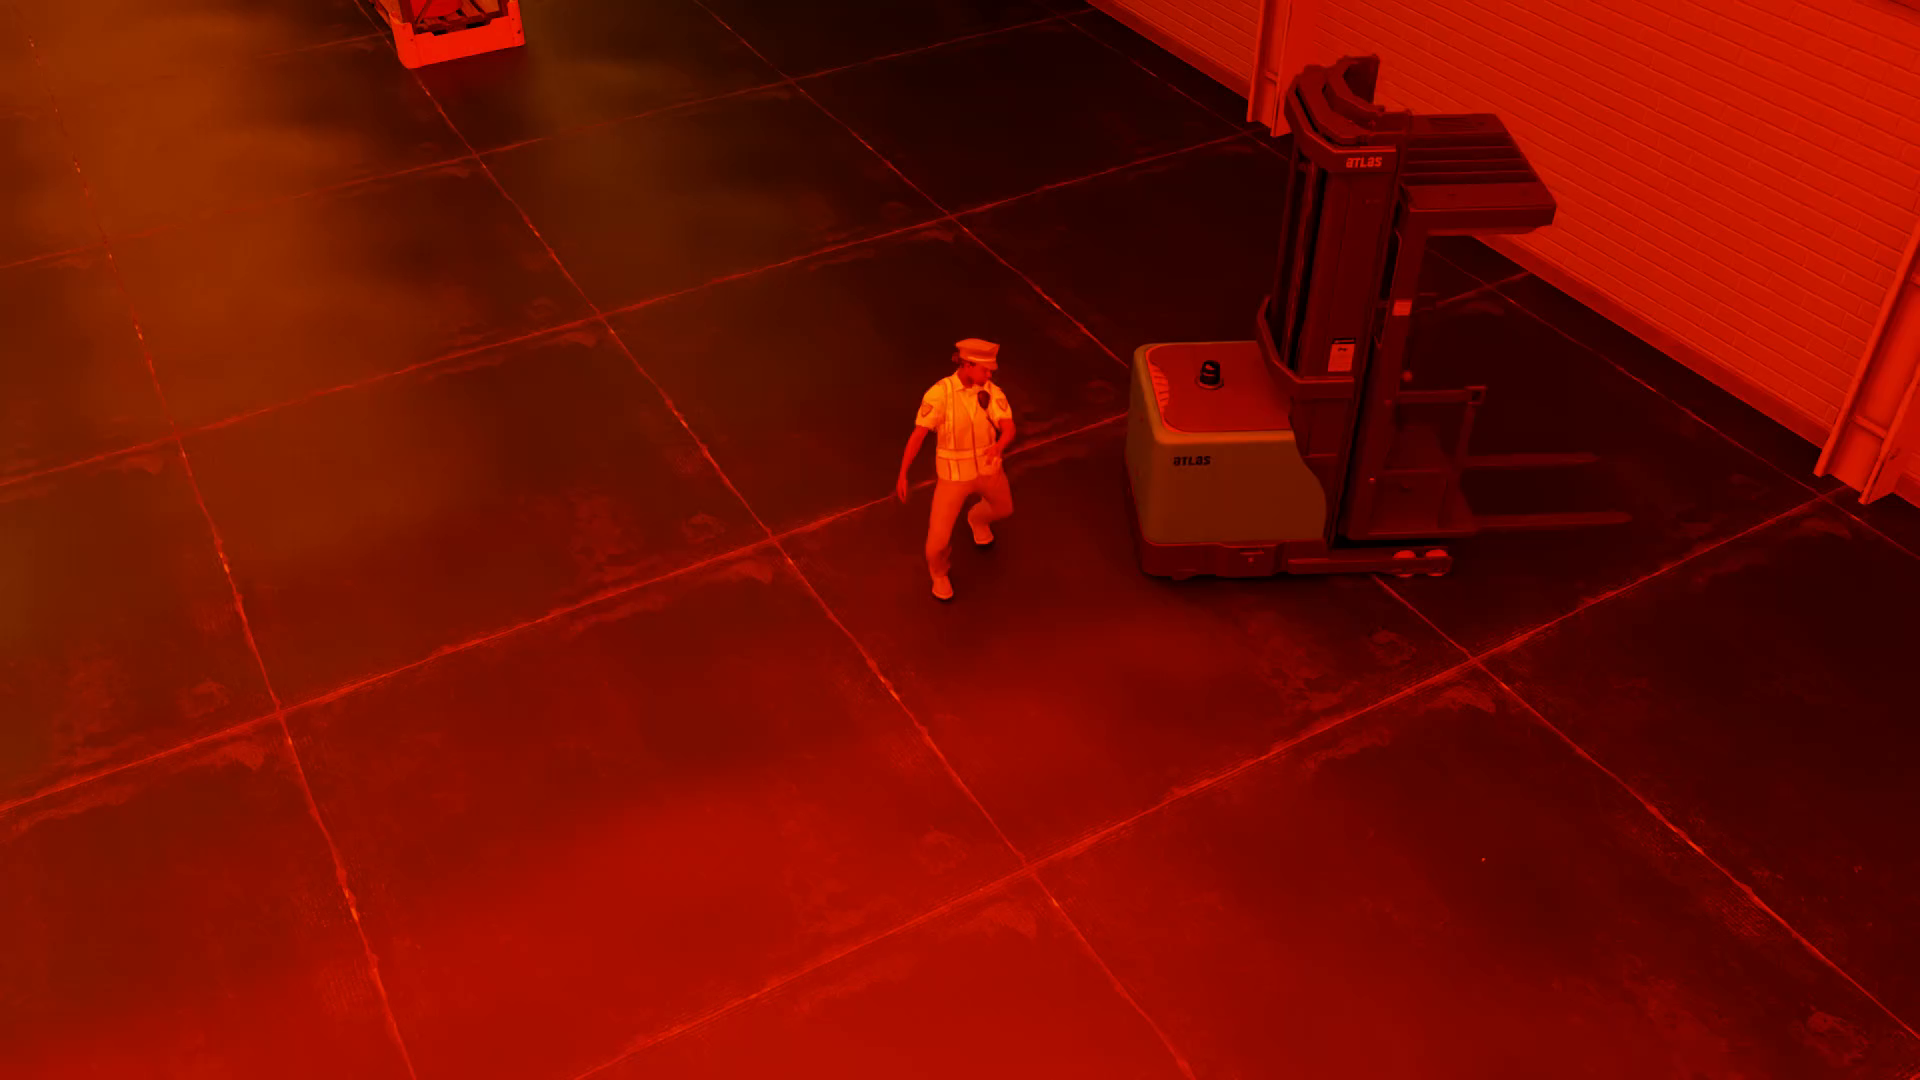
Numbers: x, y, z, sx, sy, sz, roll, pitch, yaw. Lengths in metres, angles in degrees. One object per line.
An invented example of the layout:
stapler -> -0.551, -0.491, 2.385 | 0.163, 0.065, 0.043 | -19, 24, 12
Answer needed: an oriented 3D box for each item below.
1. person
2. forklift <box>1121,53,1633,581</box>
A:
person -> -0.004, -0.360, 9.552 | 0.789, 1.524, 0.830 | -20, 43, -22
forklift -> 2.572, -1.239, 9.530 | 3.031, 2.935, 1.130 | -2, 40, -2
